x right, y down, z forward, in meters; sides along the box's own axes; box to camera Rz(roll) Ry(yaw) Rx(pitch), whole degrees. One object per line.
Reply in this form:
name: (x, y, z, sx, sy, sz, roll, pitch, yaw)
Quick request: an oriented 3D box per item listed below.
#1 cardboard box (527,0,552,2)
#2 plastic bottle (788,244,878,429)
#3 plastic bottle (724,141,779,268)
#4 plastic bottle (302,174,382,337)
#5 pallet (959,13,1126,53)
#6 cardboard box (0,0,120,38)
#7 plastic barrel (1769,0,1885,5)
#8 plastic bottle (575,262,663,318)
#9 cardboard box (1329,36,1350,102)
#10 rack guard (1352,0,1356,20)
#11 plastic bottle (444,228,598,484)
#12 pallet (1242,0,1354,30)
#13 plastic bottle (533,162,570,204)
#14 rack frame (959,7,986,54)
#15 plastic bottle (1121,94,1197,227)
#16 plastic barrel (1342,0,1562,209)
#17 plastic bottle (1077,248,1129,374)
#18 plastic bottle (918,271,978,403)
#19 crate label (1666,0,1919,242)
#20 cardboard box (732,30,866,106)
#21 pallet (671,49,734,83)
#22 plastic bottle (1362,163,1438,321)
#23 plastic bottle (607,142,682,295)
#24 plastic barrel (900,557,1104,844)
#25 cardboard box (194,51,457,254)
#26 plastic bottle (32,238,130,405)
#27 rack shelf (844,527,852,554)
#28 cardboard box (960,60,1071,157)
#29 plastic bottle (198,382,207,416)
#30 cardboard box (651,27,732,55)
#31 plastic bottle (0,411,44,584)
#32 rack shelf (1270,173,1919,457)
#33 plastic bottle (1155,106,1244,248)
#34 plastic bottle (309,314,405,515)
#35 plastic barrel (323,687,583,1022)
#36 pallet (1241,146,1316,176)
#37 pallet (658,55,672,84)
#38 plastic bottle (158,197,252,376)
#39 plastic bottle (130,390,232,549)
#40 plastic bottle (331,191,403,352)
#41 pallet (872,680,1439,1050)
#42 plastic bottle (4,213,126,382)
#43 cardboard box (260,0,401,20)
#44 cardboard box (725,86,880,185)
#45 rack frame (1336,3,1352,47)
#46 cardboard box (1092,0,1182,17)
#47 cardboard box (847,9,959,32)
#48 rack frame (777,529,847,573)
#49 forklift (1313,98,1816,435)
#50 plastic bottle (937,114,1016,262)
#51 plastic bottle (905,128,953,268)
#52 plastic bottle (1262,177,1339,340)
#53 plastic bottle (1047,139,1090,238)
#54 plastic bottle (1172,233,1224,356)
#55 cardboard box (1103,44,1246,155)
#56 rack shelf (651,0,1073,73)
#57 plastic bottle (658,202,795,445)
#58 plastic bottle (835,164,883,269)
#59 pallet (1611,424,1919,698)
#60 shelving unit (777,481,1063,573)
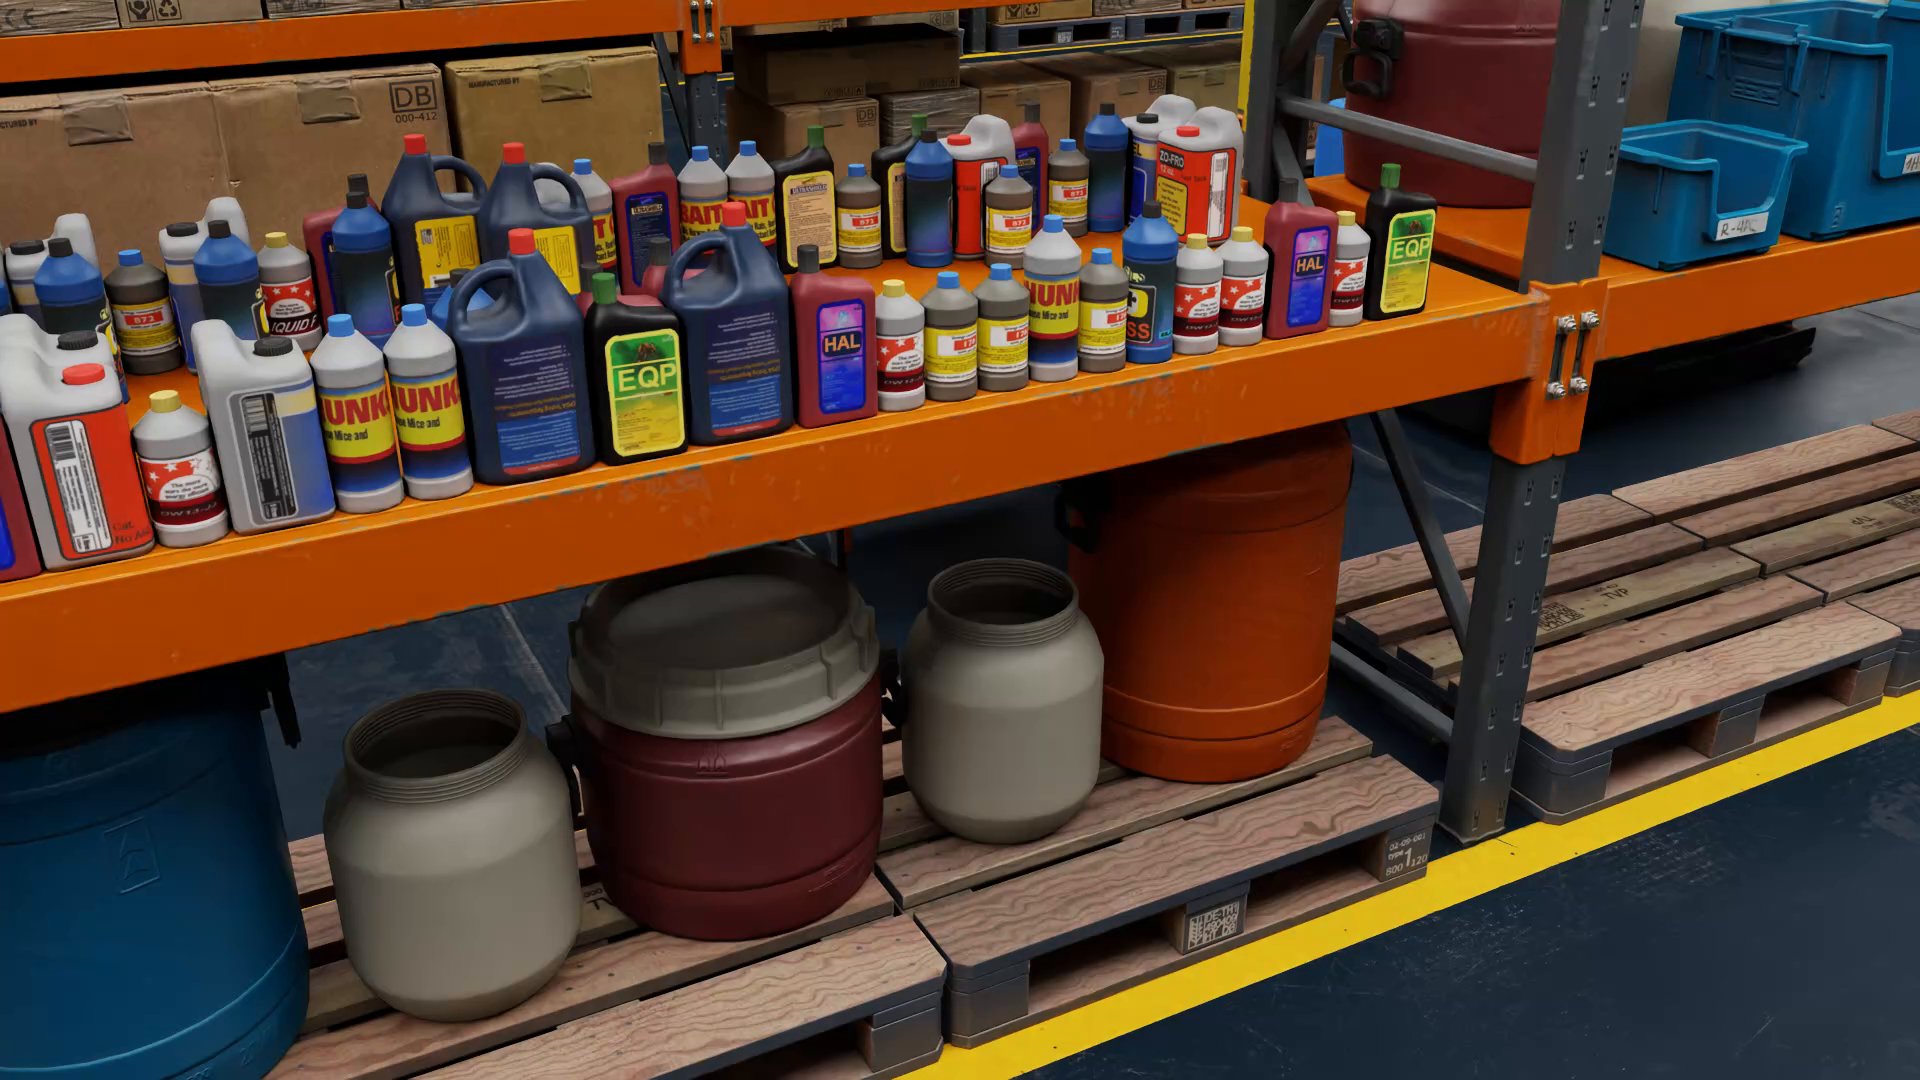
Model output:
cardboard box: (-1.683, -2.595, 7.073, 0.500, 0.500, 0.500, -12, 28, -24)
plastic bottle: (-0.198, -0.323, 2.591, 0.133, 0.283, 0.061, -13, 29, -25)
plastic bottle: (-0.412, -0.649, 3.285, 0.097, 0.271, 0.097, 0, 26, 0)
plastic bottle: (-1.094, -0.506, 2.973, 0.133, 0.283, 0.061, -13, 29, -25)
pallet: (0.628, -4.342, 14.050, 1.213, 0.211, 1.003, -13, 29, -25)
cardboard box: (-3.485, -2.178, 6.205, 0.500, 0.500, 0.500, -14, 29, -26)
plastic barrel: (2.145, -1.281, 4.323, 0.421, 0.512, 0.421, 0, 26, 0)
plastic bottle: (-0.508, -0.281, 2.505, 0.133, 0.283, 0.061, -13, 29, -25)
cardboard box: (2.537, -2.688, 9.786, 0.500, 0.500, 0.500, -14, 29, -27)
rack guard: (3.471, -5.167, 15.435, 0.348, 0.500, 1.175, -13, 29, -25)
plastic bottle: (-0.639, -0.272, 2.407, 0.185, 0.351, 0.144, -13, 29, -25)
pallet: (2.781, -4.839, 15.086, 1.213, 0.211, 1.003, -13, 29, -25)
plastic bottle: (-0.791, -0.550, 3.074, 0.135, 0.276, 0.152, -13, 29, -25)
rack frame: (-0.079, -5.474, 13.187, 0.127, 3.000, 1.000, -13, 29, -25)
plastic bottle: (0.433, -0.833, 3.662, 0.135, 0.276, 0.152, -13, 29, -25)
plastic barrel: (1.233, -1.125, 3.970, 0.708, 0.536, 0.600, -13, 29, -25)
plastic bottle: (0.239, -0.396, 2.838, 0.097, 0.201, 0.097, 0, 26, 0)
plastic bottle: (-0.019, -0.336, 2.714, 0.097, 0.201, 0.097, 0, 26, 0)
crate label: (1.970, -0.968, 3.760, 0.616, 0.435, 0.502, -13, 29, -25)
cardboard box: (-0.787, -2.302, 8.093, 0.500, 0.250, 0.500, -12, 28, -23)
pallet: (-1.803, -3.781, 12.882, 1.213, 0.211, 1.003, -13, 29, -25)
plastic bottle: (0.810, -0.555, 3.076, 0.133, 0.283, 0.061, -13, 29, -25)
plastic bottle: (-0.608, -0.618, 3.207, 0.133, 0.283, 0.061, -13, 29, -25)
plastic barrel: (0.087, 0.334, 3.478, 0.421, 0.512, 0.421, 0, 26, 0)
cardboard box: (-2.773, -1.665, 7.222, 0.875, 0.875, 1.225, -13, 29, -25)
plastic bottle: (-1.406, -0.345, 2.652, 0.097, 0.271, 0.097, 0, 26, 0)
rack shelf: (-0.006, -0.285, 5.109, 1.000, 0.278, 0.538, -13, 29, -25)
cardboard box: (0.198, -2.196, 8.739, 0.500, 0.500, 0.700, -11, 28, -21)
plastic bottle: (-1.029, -0.178, 2.384, 0.097, 0.201, 0.097, 0, 26, 0)
cardboard box: (-2.259, -4.104, 12.446, 0.750, 0.750, 1.050, -13, 28, -24)
plastic bottle: (-1.255, -0.079, 2.083, 0.133, 0.283, 0.061, -13, 29, -25)
rack shelf: (2.731, -0.936, 4.566, 4.000, 0.370, 1.077, -13, 29, -25)
plastic bottle: (0.504, -0.775, 3.541, 0.135, 0.276, 0.152, -13, 29, -25)
plastic bottle: (-0.838, -0.178, 2.305, 0.097, 0.271, 0.097, 0, 26, 0)
plastic barrel: (-0.910, 0.564, 2.999, 0.421, 0.512, 0.421, 0, 26, 0)
pallet: (1.479, -2.143, 9.470, 1.213, 0.211, 1.003, -13, 29, -25)
pallet: (-2.878, -3.535, 12.368, 1.213, 0.211, 1.003, -13, 29, -25)
plastic bottle: (-1.277, -0.438, 2.841, 0.135, 0.276, 0.152, -13, 29, -25)
plastic bottle: (-1.043, -0.100, 2.221, 0.097, 0.201, 0.097, 0, 26, 0)
plastic bottle: (-1.041, -0.474, 2.921, 0.097, 0.271, 0.097, 0, 26, 0)
pallet: (0.290, 0.580, 3.798, 1.213, 0.211, 1.003, -13, 29, -25)
plastic bottle: (-1.481, -0.391, 2.742, 0.135, 0.276, 0.152, -13, 29, -25)
cardboard box: (-2.582, -2.389, 6.644, 0.500, 0.500, 0.500, -14, 29, -27)
cardboard box: (-0.782, -1.961, 8.247, 0.500, 0.500, 0.700, -15, 29, -28)
rack frame: (2.165, -3.560, 9.198, 0.127, 3.000, 1.000, -13, 29, -25)
cardboard box: (1.302, -4.992, 14.152, 0.875, 0.875, 0.875, -13, 28, -25)
cardboard box: (-0.585, -4.489, 13.248, 0.750, 0.750, 1.050, -13, 29, -25)
rack frame: (-0.454, -0.402, 4.788, 0.032, 1.125, 0.500, -13, 29, -25)
forklift: (2.837, -2.153, 6.347, 3.031, 2.935, 1.130, -15, 30, -29)
plastic bottle: (0.024, -0.739, 3.466, 0.135, 0.276, 0.152, -13, 29, -25)
plastic bottle: (-0.062, -0.700, 3.391, 0.097, 0.271, 0.097, 0, 26, 0)
plastic bottle: (0.607, -0.508, 2.978, 0.133, 0.283, 0.061, -13, 29, -25)
plastic bottle: (0.232, -0.766, 3.610, 0.097, 0.201, 0.097, 0, 26, 0)
plastic bottle: (0.410, -0.435, 2.920, 0.097, 0.201, 0.097, 0, 26, 0)
cardboard box: (1.184, -2.424, 9.213, 0.500, 0.500, 0.700, -13, 29, -25)
rack shelf: (0.401, -2.828, 8.506, 4.000, 0.370, 1.077, -13, 29, -25)
plastic bottle: (-0.358, -0.337, 2.542, 0.185, 0.351, 0.144, -13, 29, -25)
plastic bottle: (-0.209, -0.665, 3.398, 0.097, 0.201, 0.097, 0, 26, 0)
pallet: (2.743, 0.014, 4.977, 1.213, 0.211, 1.003, -13, 29, -25)
shelving unit: (-0.006, -0.506, 5.004, 1.048, 1.125, 0.538, -13, 29, -25)
